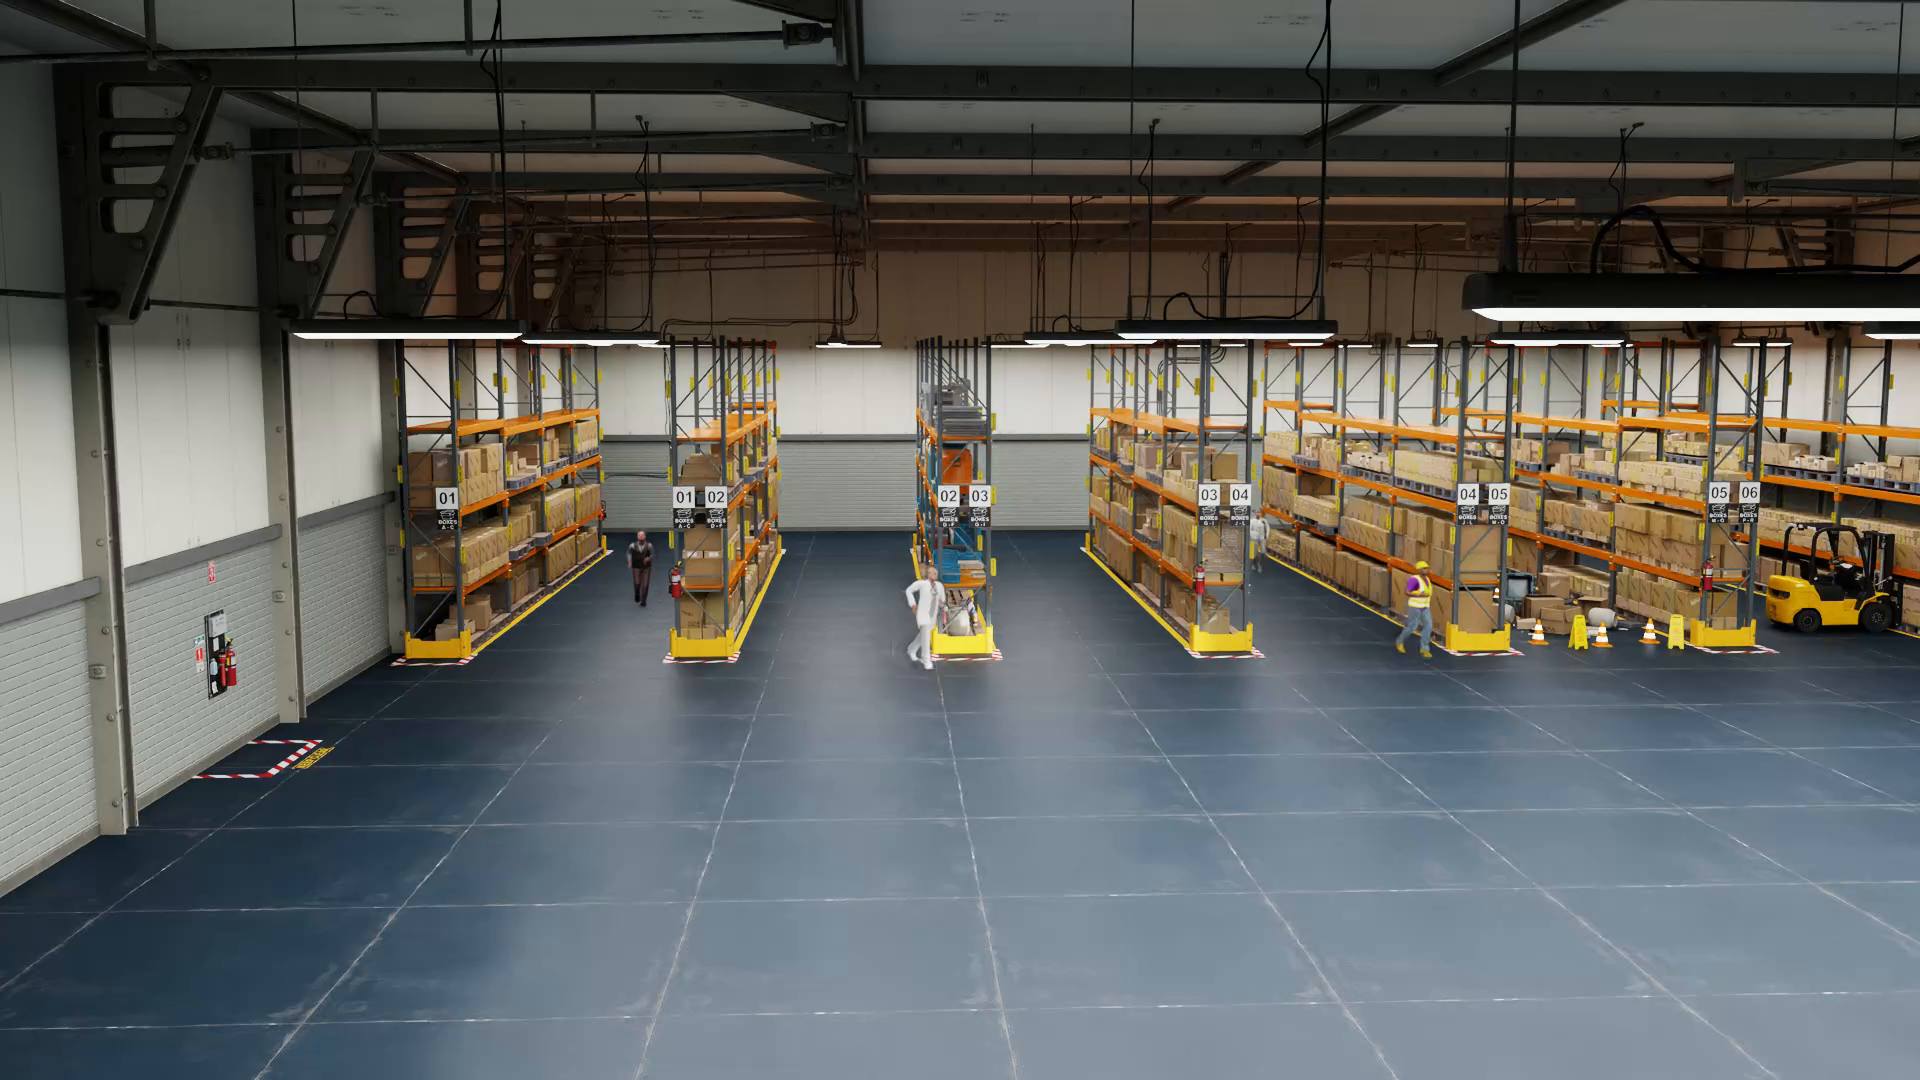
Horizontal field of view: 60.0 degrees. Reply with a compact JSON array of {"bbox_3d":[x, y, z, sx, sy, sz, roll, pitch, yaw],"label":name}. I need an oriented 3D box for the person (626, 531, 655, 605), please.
[{"bbox_3d":[-7.153,0.646,37.313,0.644,1.680,0.591,-1,7,-12],"label":"person"}]

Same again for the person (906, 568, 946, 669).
[{"bbox_3d":[-0.584,1.396,30.477,0.717,1.787,0.972,-5,8,-39],"label":"person"}]

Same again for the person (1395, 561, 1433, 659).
[{"bbox_3d":[8.620,1.296,31.301,0.722,1.812,0.828,-5,8,-35],"label":"person"}]

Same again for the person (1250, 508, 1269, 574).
[{"bbox_3d":[7.711,0.010,43.064,0.582,1.716,0.683,0,6,2],"label":"person"}]
